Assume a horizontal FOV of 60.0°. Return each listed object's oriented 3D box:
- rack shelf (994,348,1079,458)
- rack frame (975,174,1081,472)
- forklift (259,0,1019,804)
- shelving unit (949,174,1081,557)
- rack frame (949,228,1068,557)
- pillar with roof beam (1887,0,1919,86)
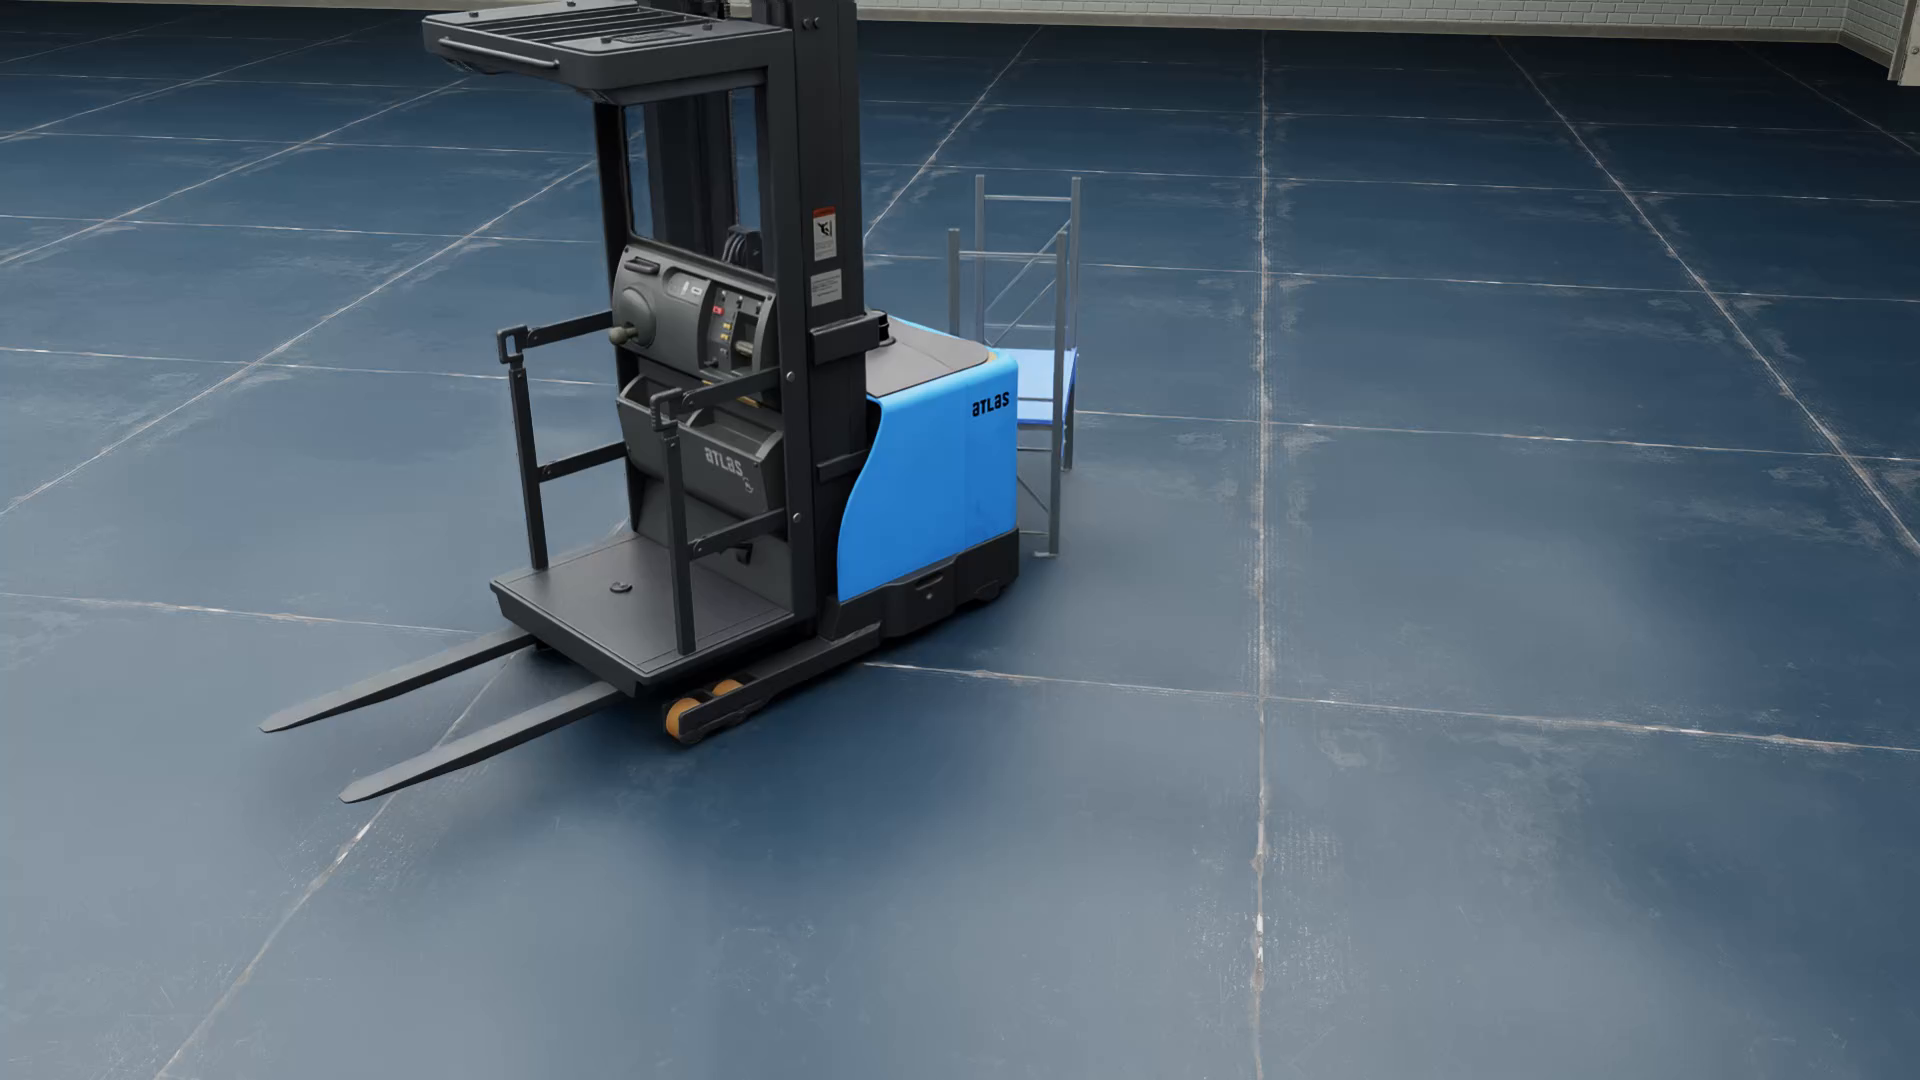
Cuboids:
[{"bbox_3d":[0.263,-0.671,7.838,0.538,0.185,1.000,3,25,6],"label":"rack shelf"},{"bbox_3d":[0.324,-1.047,8.218,0.500,1.500,0.032,3,25,6],"label":"rack frame"},{"bbox_3d":[-1.148,-0.822,6.048,3.031,2.935,1.130,-23,33,-39],"label":"forklift"},{"bbox_3d":[0.263,-0.833,7.761,0.538,1.500,1.048,3,25,6],"label":"shelving unit"},{"bbox_3d":[0.202,-0.619,7.304,0.500,1.500,0.032,3,25,6],"label":"rack frame"},{"bbox_3d":[6.461,-9.542,17.522,9.100,9.000,0.400,4,25,9],"label":"pillar with roof beam"}]
